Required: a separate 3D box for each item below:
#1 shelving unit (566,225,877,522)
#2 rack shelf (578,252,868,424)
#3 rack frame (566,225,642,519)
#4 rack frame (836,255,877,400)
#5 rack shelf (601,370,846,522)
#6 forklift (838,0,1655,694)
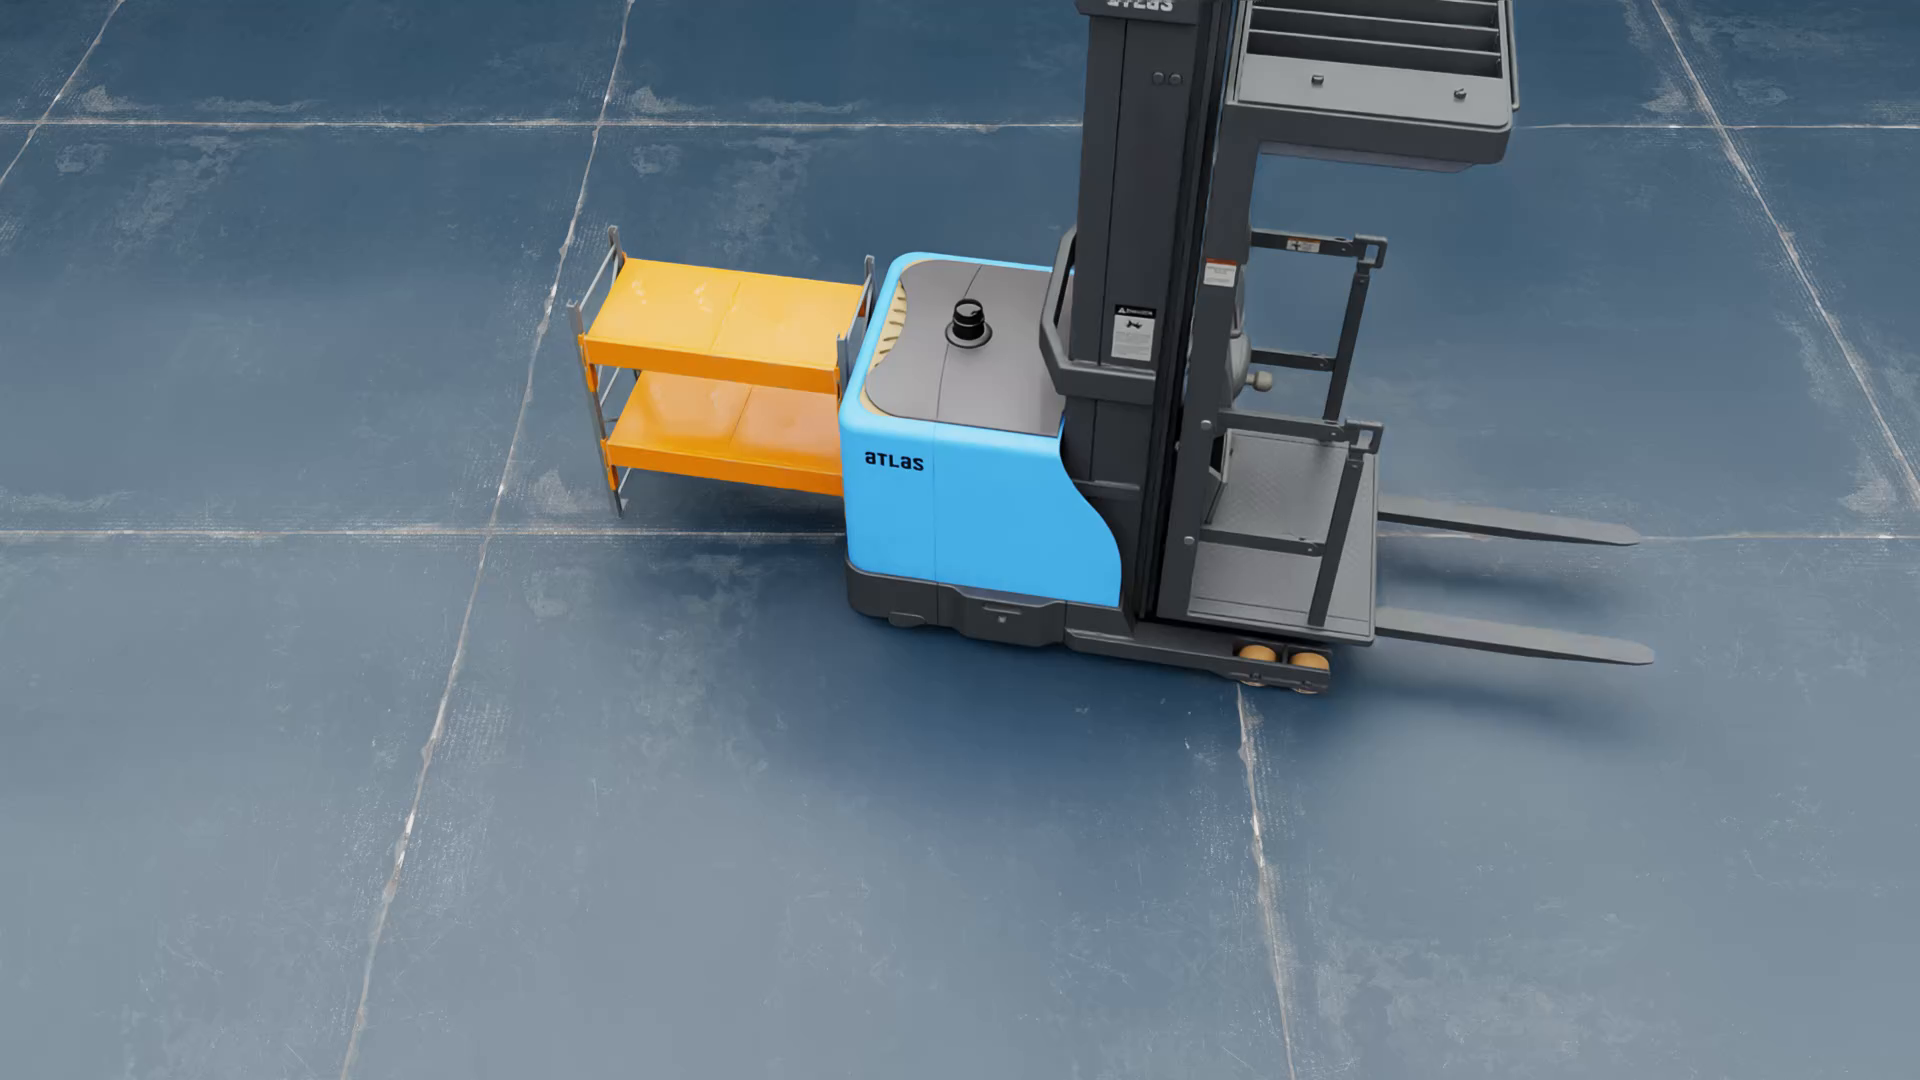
[{"bbox_3d":[-0.884,-0.583,6.605,1.048,1.125,0.538,8,48,7],"label":"shelving unit"},{"bbox_3d":[-0.884,-0.782,6.391,1.000,0.278,0.538,8,48,7],"label":"rack shelf"},{"bbox_3d":[-1.383,-0.652,6.669,0.032,1.125,0.500,8,48,7],"label":"rack frame"},{"bbox_3d":[-0.384,-0.514,6.541,0.032,1.125,0.500,8,48,7],"label":"rack frame"},{"bbox_3d":[-0.884,-0.416,6.784,1.000,0.278,0.538,8,48,7],"label":"rack shelf"},{"bbox_3d":[1.127,-0.843,5.613,3.031,2.935,1.130,8,48,7],"label":"forklift"}]
